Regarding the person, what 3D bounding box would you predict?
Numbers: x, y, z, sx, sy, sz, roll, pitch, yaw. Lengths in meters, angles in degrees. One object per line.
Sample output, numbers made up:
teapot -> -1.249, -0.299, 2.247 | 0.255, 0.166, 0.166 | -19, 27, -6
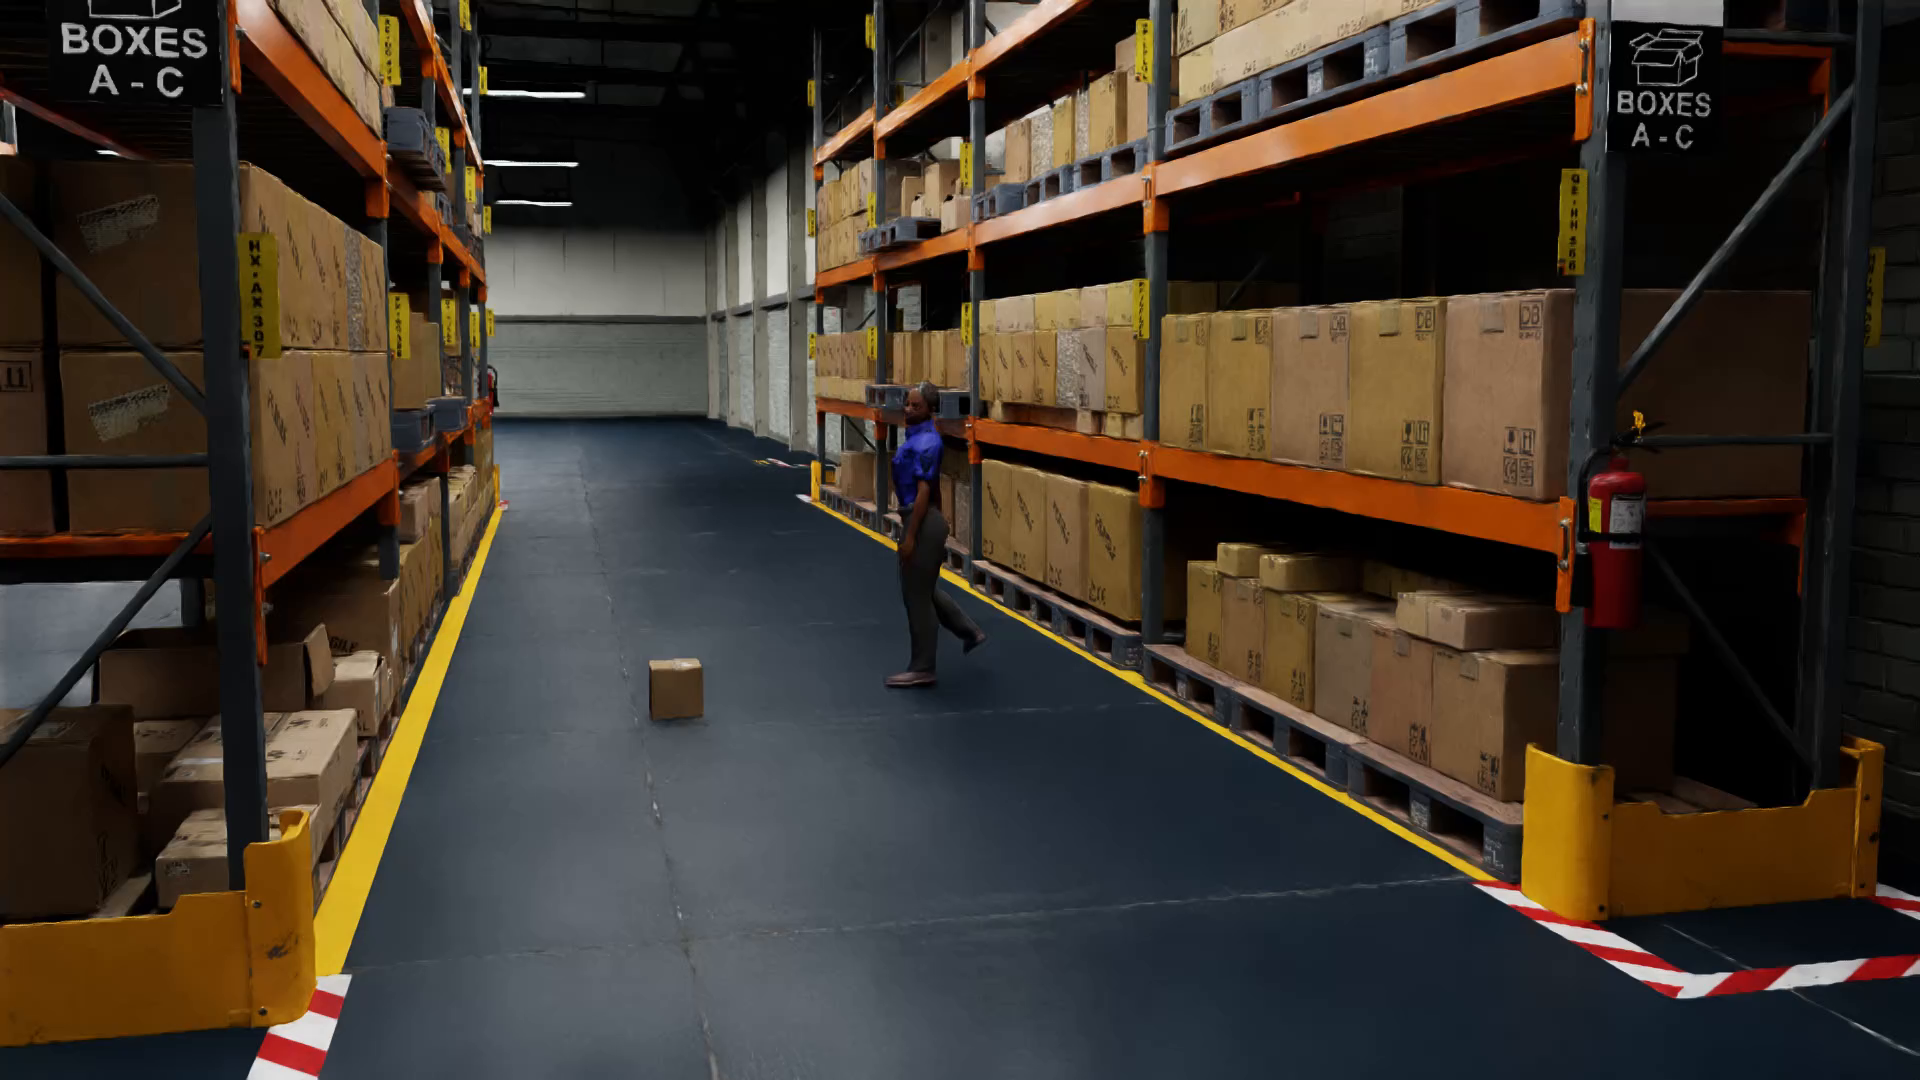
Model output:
person -> -0.133, -0.044, 9.134 | 0.583, 1.656, 0.653 | -1, 6, -5
